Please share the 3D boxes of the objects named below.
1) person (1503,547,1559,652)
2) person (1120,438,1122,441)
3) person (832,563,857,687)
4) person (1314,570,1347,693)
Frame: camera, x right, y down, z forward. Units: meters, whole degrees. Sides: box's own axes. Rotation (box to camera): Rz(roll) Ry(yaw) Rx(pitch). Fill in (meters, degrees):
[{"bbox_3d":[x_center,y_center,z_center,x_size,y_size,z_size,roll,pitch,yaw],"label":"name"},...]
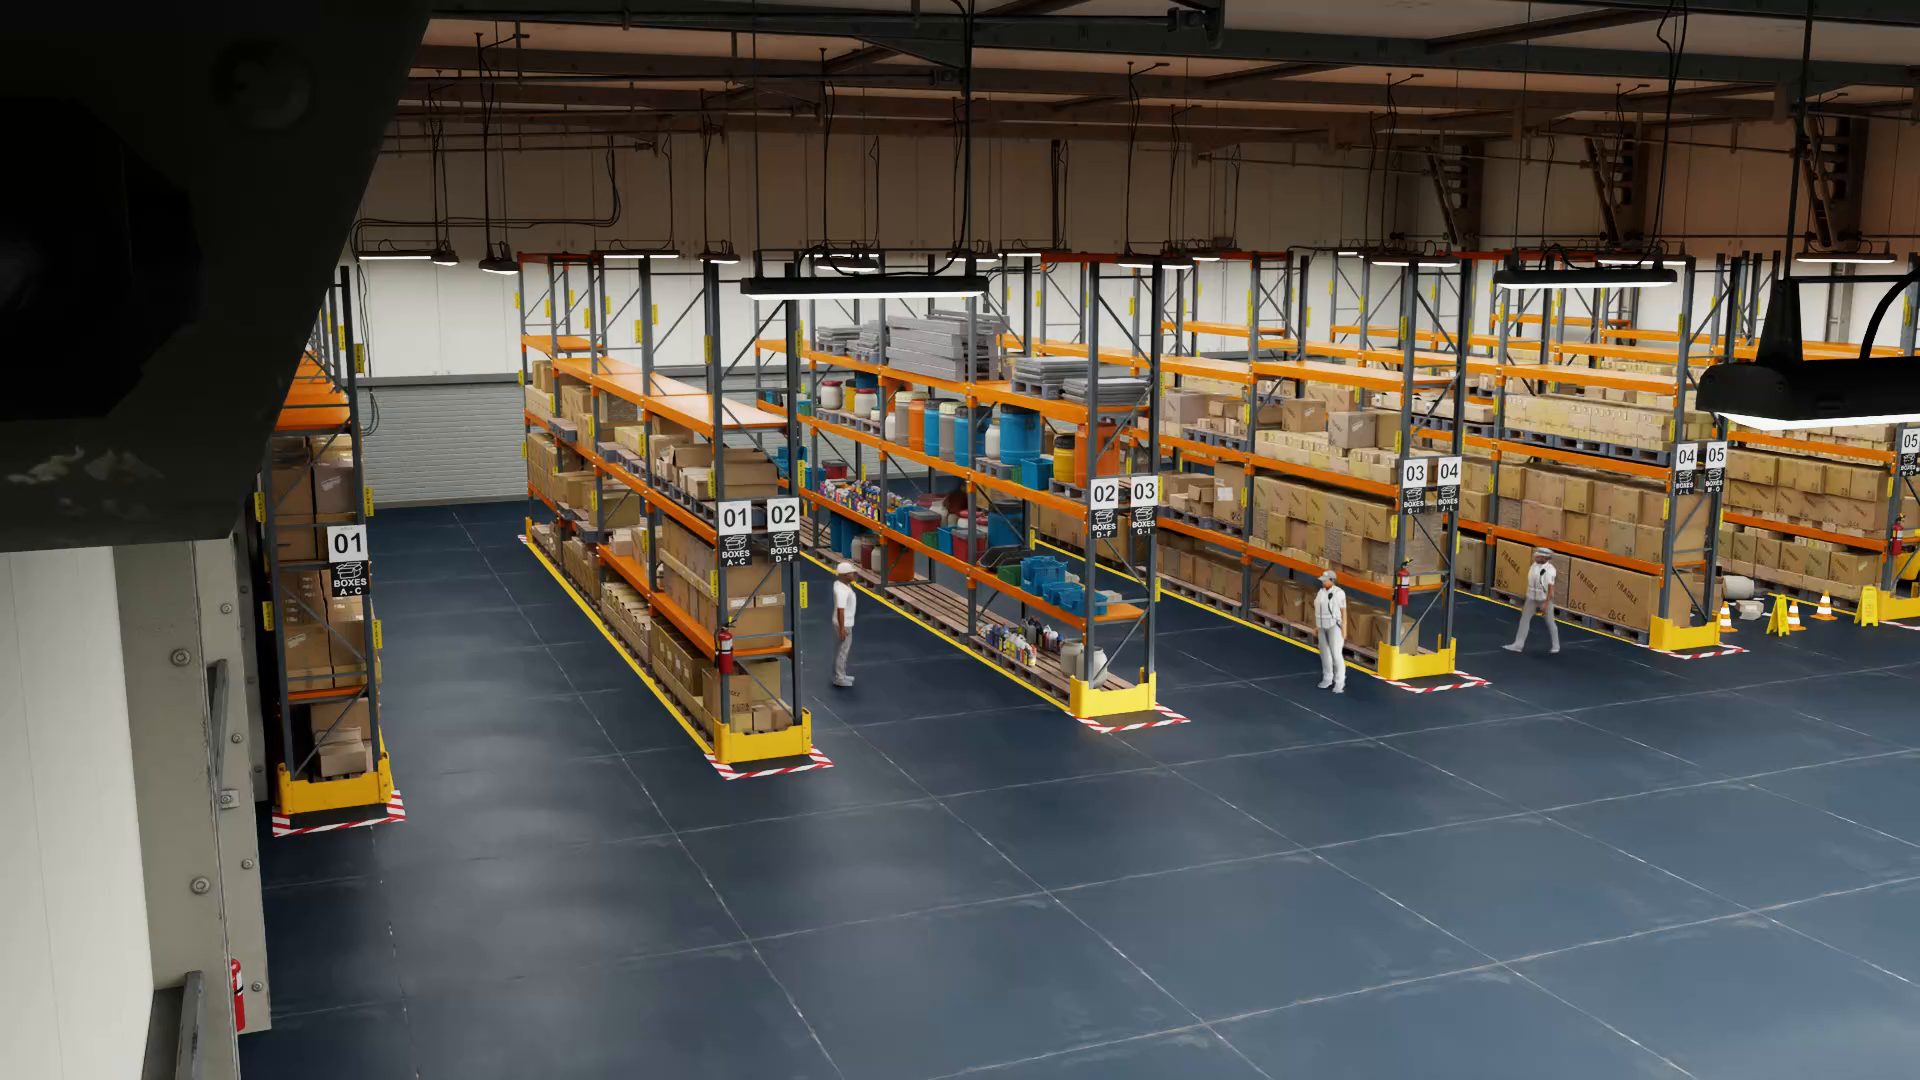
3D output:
[{"bbox_3d":[8.819,0.910,25.444,0.804,1.640,0.606,-10,14,-43],"label":"person"},{"bbox_3d":[3.696,-1.909,40.486,0.564,1.775,0.724,6,12,31],"label":"person"},{"bbox_3d":[-1.640,1.188,23.628,0.366,1.766,0.688,-1,10,-3],"label":"person"},{"bbox_3d":[5.259,1.277,23.511,0.385,1.705,0.603,-7,12,-32],"label":"person"}]
